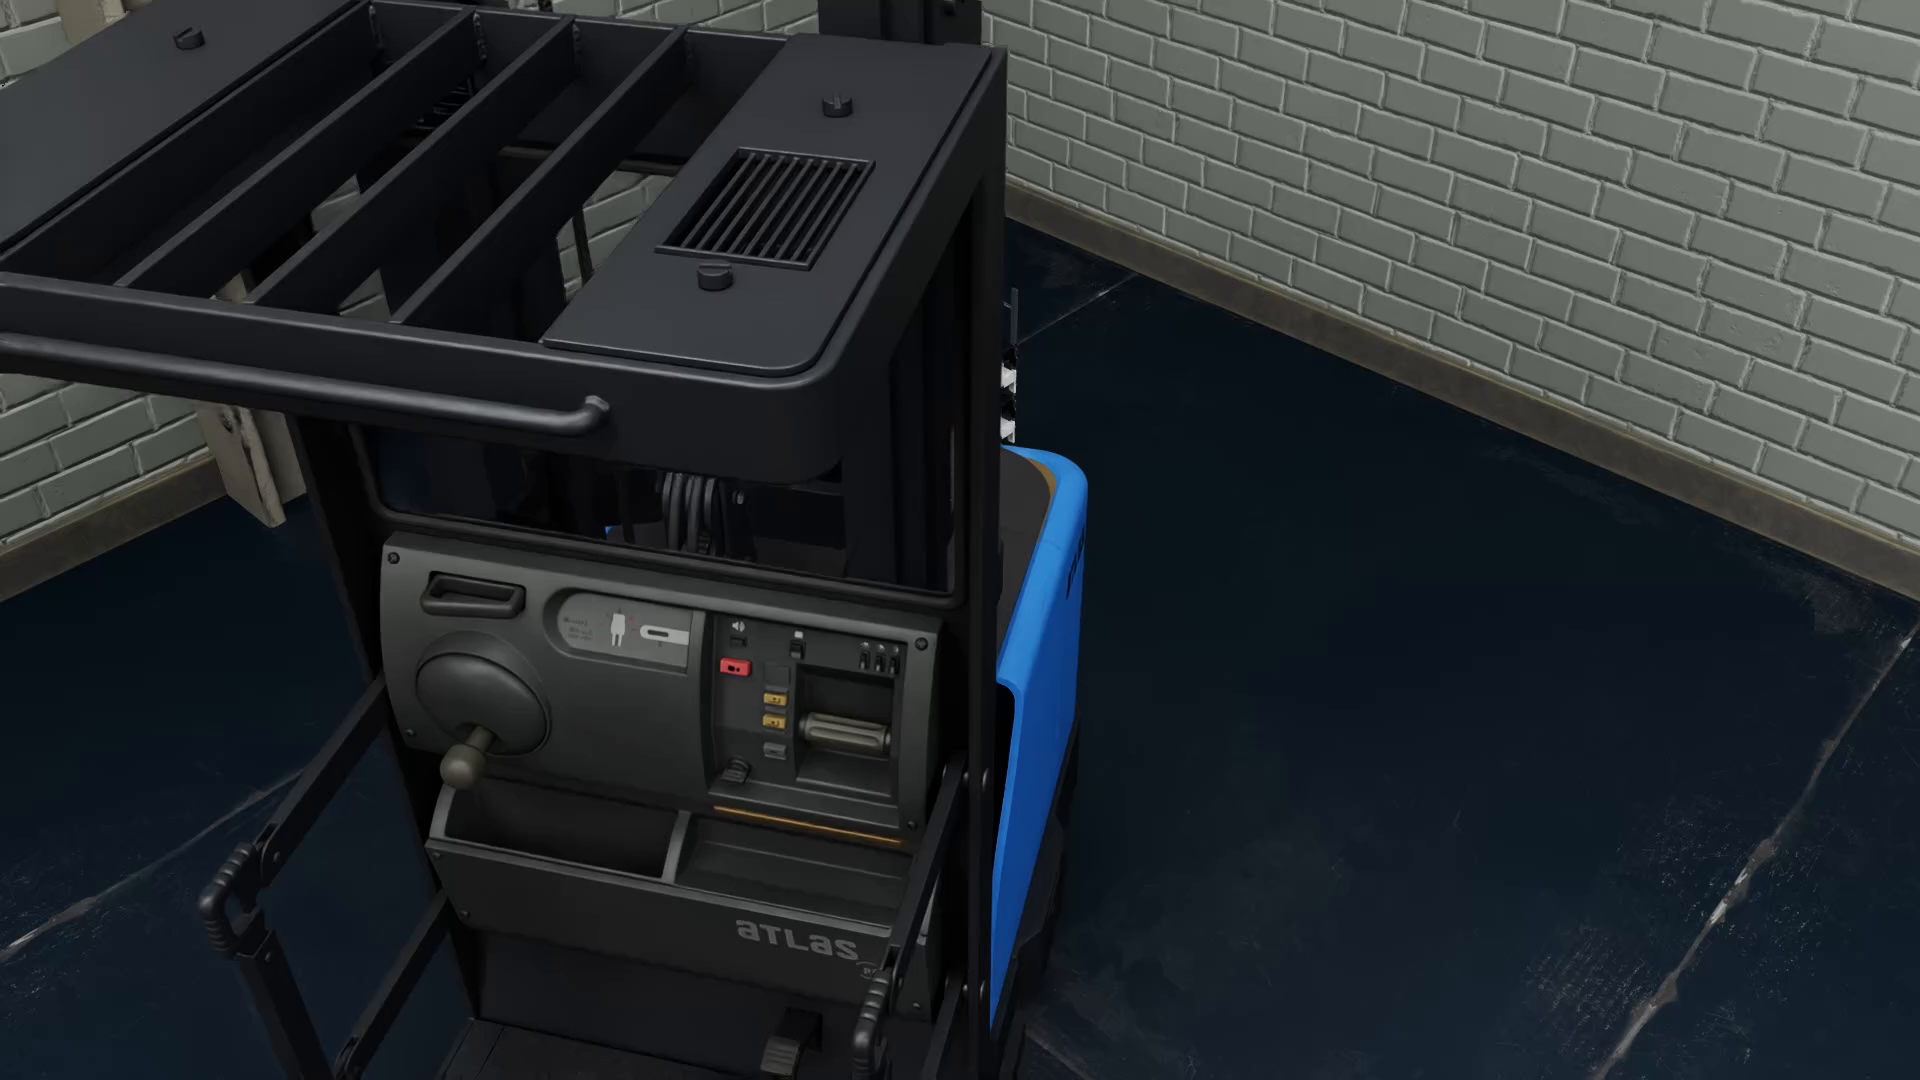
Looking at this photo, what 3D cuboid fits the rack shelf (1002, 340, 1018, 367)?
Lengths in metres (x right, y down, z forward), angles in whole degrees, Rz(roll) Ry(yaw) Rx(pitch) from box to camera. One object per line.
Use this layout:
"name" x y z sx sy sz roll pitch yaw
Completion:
"rack shelf" 0.006 -0.541 4.827 0.258 0.077 0.200 30 47 32

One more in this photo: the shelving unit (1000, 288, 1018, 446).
"shelving unit" 0.005 -0.356 4.975 0.258 0.900 0.210 30 47 32

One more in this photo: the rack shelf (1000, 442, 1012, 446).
"rack shelf" 0.005 -0.259 5.051 0.258 0.077 0.200 30 47 32

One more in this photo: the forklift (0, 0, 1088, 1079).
"forklift" -0.540 0.319 2.493 1.130 2.935 3.031 9 39 11

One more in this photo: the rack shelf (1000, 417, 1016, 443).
"rack shelf" 0.005 -0.330 4.995 0.258 0.077 0.200 30 47 32

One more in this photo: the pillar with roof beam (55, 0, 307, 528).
"pillar with roof beam" 1.004 -1.907 0.418 9.100 9.000 0.400 30 47 32

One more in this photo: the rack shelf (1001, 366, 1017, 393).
"rack shelf" 0.005 -0.471 4.883 0.258 0.077 0.200 30 47 32

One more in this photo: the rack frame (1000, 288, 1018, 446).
"rack frame" 0.074 -0.403 5.033 0.240 0.900 0.006 30 47 32

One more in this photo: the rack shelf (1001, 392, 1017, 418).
"rack shelf" 0.005 -0.400 4.939 0.258 0.077 0.200 30 47 32
